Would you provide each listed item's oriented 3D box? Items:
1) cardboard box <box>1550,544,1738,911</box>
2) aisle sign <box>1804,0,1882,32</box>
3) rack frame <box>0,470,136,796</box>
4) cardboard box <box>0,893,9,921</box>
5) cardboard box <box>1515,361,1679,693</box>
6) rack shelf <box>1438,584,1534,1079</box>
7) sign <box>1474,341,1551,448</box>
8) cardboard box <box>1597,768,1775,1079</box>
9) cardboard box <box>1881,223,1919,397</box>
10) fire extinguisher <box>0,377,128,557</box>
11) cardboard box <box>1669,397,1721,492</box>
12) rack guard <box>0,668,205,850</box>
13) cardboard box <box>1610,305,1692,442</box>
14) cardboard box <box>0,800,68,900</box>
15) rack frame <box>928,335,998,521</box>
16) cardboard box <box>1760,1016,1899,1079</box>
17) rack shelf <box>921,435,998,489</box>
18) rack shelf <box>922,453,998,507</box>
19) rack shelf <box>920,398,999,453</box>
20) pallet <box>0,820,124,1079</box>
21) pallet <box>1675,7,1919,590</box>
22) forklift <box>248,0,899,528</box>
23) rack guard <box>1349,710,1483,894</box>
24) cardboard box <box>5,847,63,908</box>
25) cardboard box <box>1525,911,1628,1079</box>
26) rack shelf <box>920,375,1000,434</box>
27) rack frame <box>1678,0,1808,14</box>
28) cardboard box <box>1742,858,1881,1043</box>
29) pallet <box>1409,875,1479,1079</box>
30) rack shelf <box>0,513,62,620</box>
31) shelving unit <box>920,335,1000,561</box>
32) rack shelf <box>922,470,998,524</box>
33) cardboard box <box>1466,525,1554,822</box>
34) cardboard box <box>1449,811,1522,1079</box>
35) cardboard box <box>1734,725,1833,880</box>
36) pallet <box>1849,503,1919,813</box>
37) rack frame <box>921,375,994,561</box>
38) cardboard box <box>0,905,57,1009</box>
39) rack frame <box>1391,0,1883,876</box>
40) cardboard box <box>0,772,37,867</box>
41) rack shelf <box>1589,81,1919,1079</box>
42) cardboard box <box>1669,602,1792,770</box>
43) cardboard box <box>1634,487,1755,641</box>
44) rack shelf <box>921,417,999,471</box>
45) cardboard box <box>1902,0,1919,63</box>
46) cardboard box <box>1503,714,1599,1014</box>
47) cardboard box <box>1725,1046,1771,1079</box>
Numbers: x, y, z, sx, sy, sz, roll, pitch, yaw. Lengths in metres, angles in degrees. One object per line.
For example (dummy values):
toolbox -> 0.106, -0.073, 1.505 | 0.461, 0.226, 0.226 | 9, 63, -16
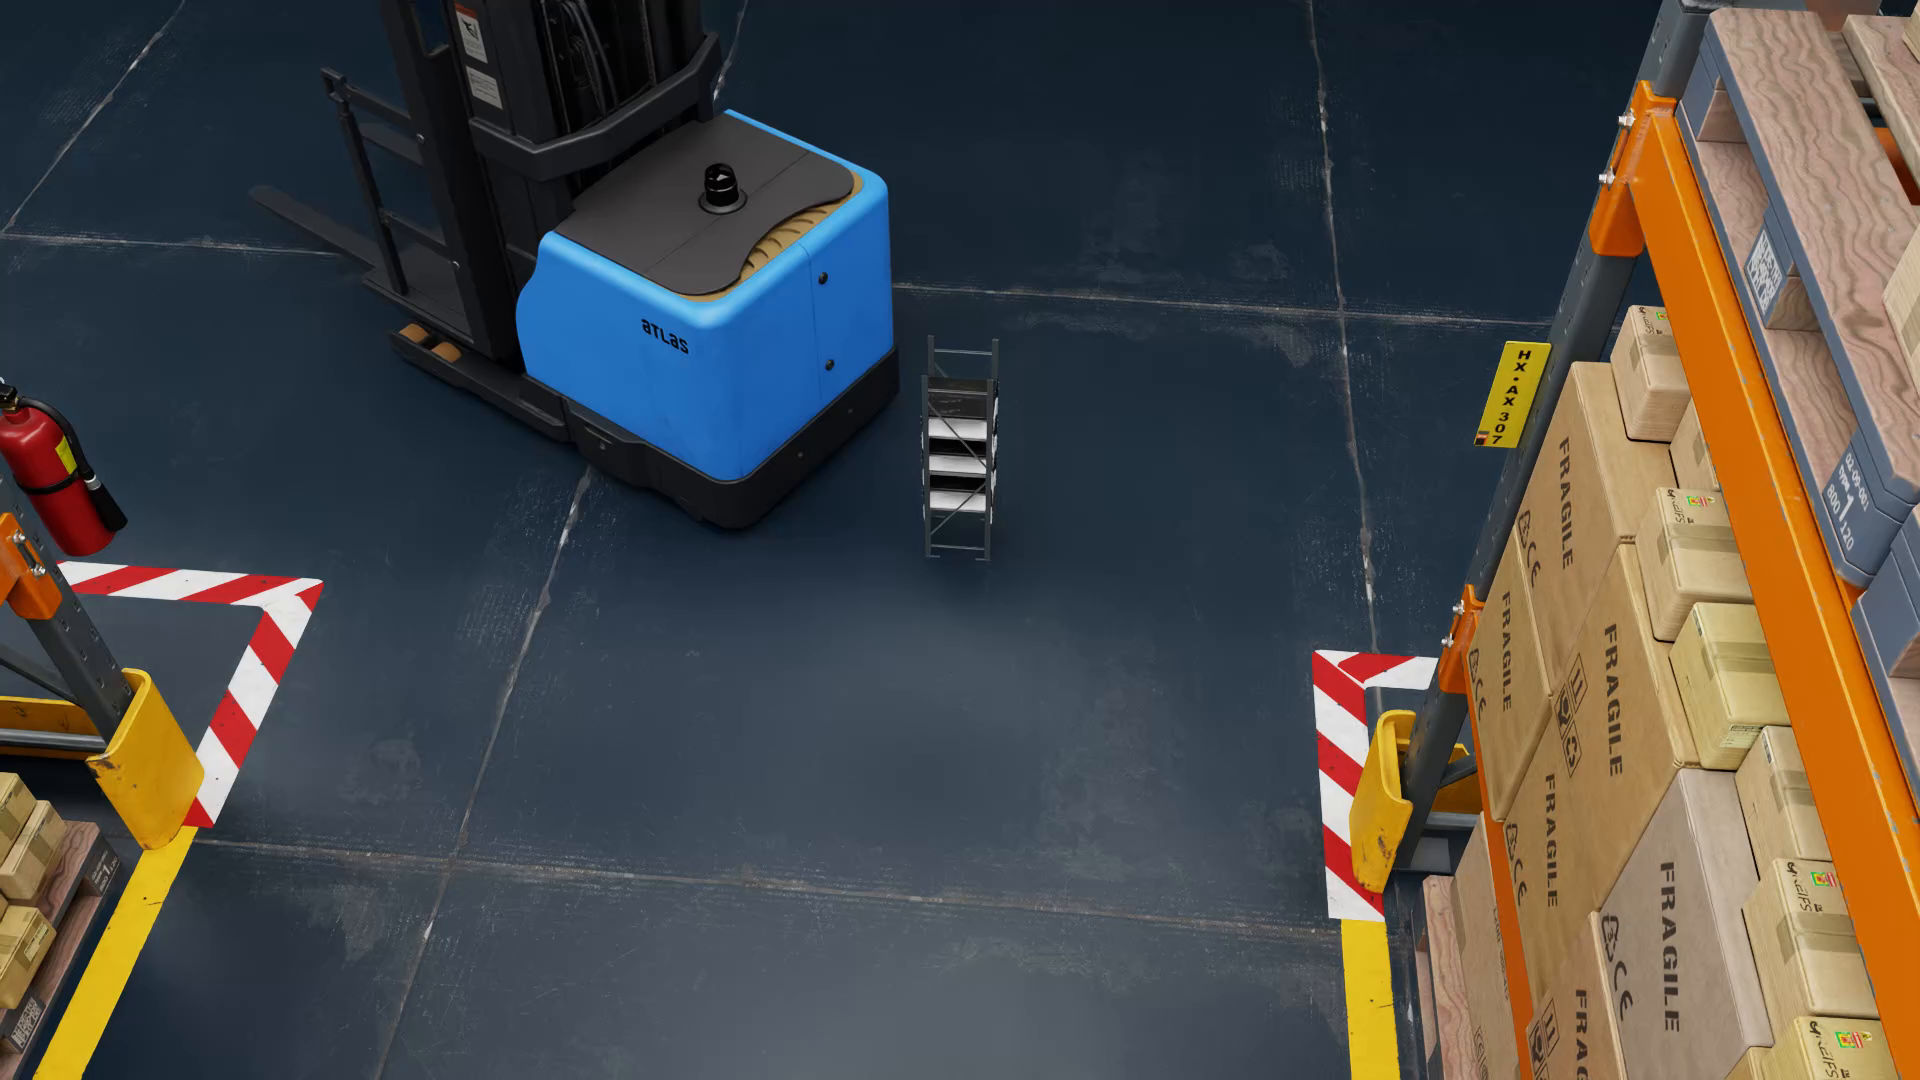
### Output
cardboard box -> 1.473, 0.367, 3.136 | 0.500, 0.500, 0.500 | 3, 48, 2
aisle sign -> 1.558, -0.925, 3.302 | 0.394, 0.787, 0.004 | 4, 48, 4
rack frame -> -3.098, -0.234, 4.431 | 1.000, 3.000, 0.127 | 4, 48, 4
cardboard box -> -2.940, 1.081, 4.674 | 0.380, 0.149, 0.250 | 3, 48, 3
cardboard box -> 1.513, -0.013, 3.484 | 0.500, 0.500, 0.500 | 3, 48, 3
rack shelf -> 1.658, 1.737, 3.116 | 1.077, 0.370, 4.000 | 4, 48, 4
sign -> 1.288, -0.336, 3.884 | 0.100, 0.325, 0.005 | 4, 48, 4
cardboard box -> 1.434, 0.746, 2.790 | 0.500, 0.500, 0.500 | 4, 48, 3
cardboard box -> 1.512, -0.294, 2.272 | 0.380, 0.149, 0.250 | 5, 48, 5
fire extinguisher -> -2.616, -0.236, 4.738 | 0.296, 0.674, 0.183 | 4, 48, 4
cardboard box -> 1.579, -0.126, 3.148 | 0.380, 0.149, 0.250 | 5, 48, 4
rack guard -> -3.105, 0.665, 5.303 | 1.175, 0.500, 0.348 | 4, 48, 4
cardboard box -> 1.532, -0.323, 3.328 | 0.380, 0.149, 0.250 | 5, 48, 4
cardboard box -> -2.862, 0.893, 4.846 | 0.380, 0.149, 0.250 | 3, 48, 2
rack frame -> 0.010, -0.384, 5.992 | 0.240, 0.900, 0.006 | 4, 48, 4
cardboard box -> 1.349, 0.813, 2.288 | 0.380, 0.149, 0.250 | 3, 48, 3
rack shelf -> 0.001, -0.287, 5.948 | 0.258, 0.077, 0.200 | 4, 48, 4
rack shelf -> 0.001, -0.226, 6.014 | 0.258, 0.077, 0.200 | 4, 48, 4
rack shelf -> 0.001, -0.409, 5.815 | 0.258, 0.077, 0.200 | 4, 48, 4
pallet -> -3.215, 1.357, 4.865 | 1.003, 0.211, 1.213 | 4, 48, 4
pallet -> 1.783, -0.412, 2.621 | 1.003, 0.211, 1.213 | 4, 48, 4
forklift -> -1.736, -1.922, 6.022 | 3.031, 2.935, 1.130 | 28, 54, 23
rack guard -> 1.842, 0.850, 5.133 | 1.175, 0.500, 0.348 | 4, 48, 4
cardboard box -> -2.939, 0.987, 4.962 | 0.380, 0.149, 0.250 | 5, 48, 4
cardboard box -> 1.428, 1.070, 3.171 | 0.500, 0.500, 0.500 | 4, 48, 3
rack shelf -> 0.001, -0.469, 5.749 | 0.258, 0.077, 0.200 | 4, 48, 4
rack frame -> 1.840, -2.000, 1.981 | 1.000, 3.000, 0.127 | 4, 48, 4
cardboard box -> 1.399, 0.629, 2.457 | 0.380, 0.149, 0.250 | 4, 48, 4
pallet -> 1.845, 1.558, 4.682 | 1.003, 0.211, 1.213 | 4, 48, 4
rack shelf -> -3.281, 1.478, 3.353 | 1.077, 0.370, 4.000 | 4, 48, 4
shelving unit -> 0.001, -0.310, 5.923 | 0.258, 0.900, 0.210 | 4, 48, 4
rack shelf -> 0.001, -0.166, 6.081 | 0.258, 0.077, 0.200 | 4, 48, 4
cardboard box -> 1.511, 0.324, 3.853 | 0.500, 0.500, 0.500 | 4, 48, 3
cardboard box -> 1.880, 1.239, 4.536 | 0.875, 0.438, 0.875 | 2, 48, 2
cardboard box -> 1.464, 0.448, 2.622 | 0.380, 0.149, 0.250 | 4, 48, 4
pallet -> 1.674, 0.487, 1.799 | 1.003, 0.211, 1.213 | 4, 48, 4
rack frame -> -0.009, -0.235, 5.855 | 0.240, 0.900, 0.006 | 4, 48, 4
cardboard box -> -2.861, 1.183, 4.783 | 0.380, 0.149, 0.250 | 5, 48, 5
rack frame -> 1.840, 0.024, 4.195 | 1.000, 3.000, 0.127 | 4, 48, 4
cardboard box -> -2.894, 0.792, 4.737 | 0.380, 0.149, 0.250 | 4, 48, 4
rack shelf -> 1.658, 0.725, 2.009 | 1.077, 0.370, 4.000 | 4, 48, 4
cardboard box -> 1.435, 0.252, 2.802 | 0.380, 0.149, 0.250 | 2, 48, 2
cardboard box -> 1.441, 0.057, 2.980 | 0.380, 0.149, 0.250 | 5, 48, 5
rack shelf -> 0.001, -0.348, 5.882 | 0.258, 0.077, 0.200 | 4, 48, 4
cardboard box -> 1.889, -0.776, 2.643 | 0.500, 0.250, 0.500 | 0, 48, 0
cardboard box -> 1.492, 0.698, 3.511 | 0.500, 0.500, 0.500 | 3, 48, 3
cardboard box -> 1.389, 1.112, 2.454 | 0.500, 0.500, 0.500 | 4, 48, 4
